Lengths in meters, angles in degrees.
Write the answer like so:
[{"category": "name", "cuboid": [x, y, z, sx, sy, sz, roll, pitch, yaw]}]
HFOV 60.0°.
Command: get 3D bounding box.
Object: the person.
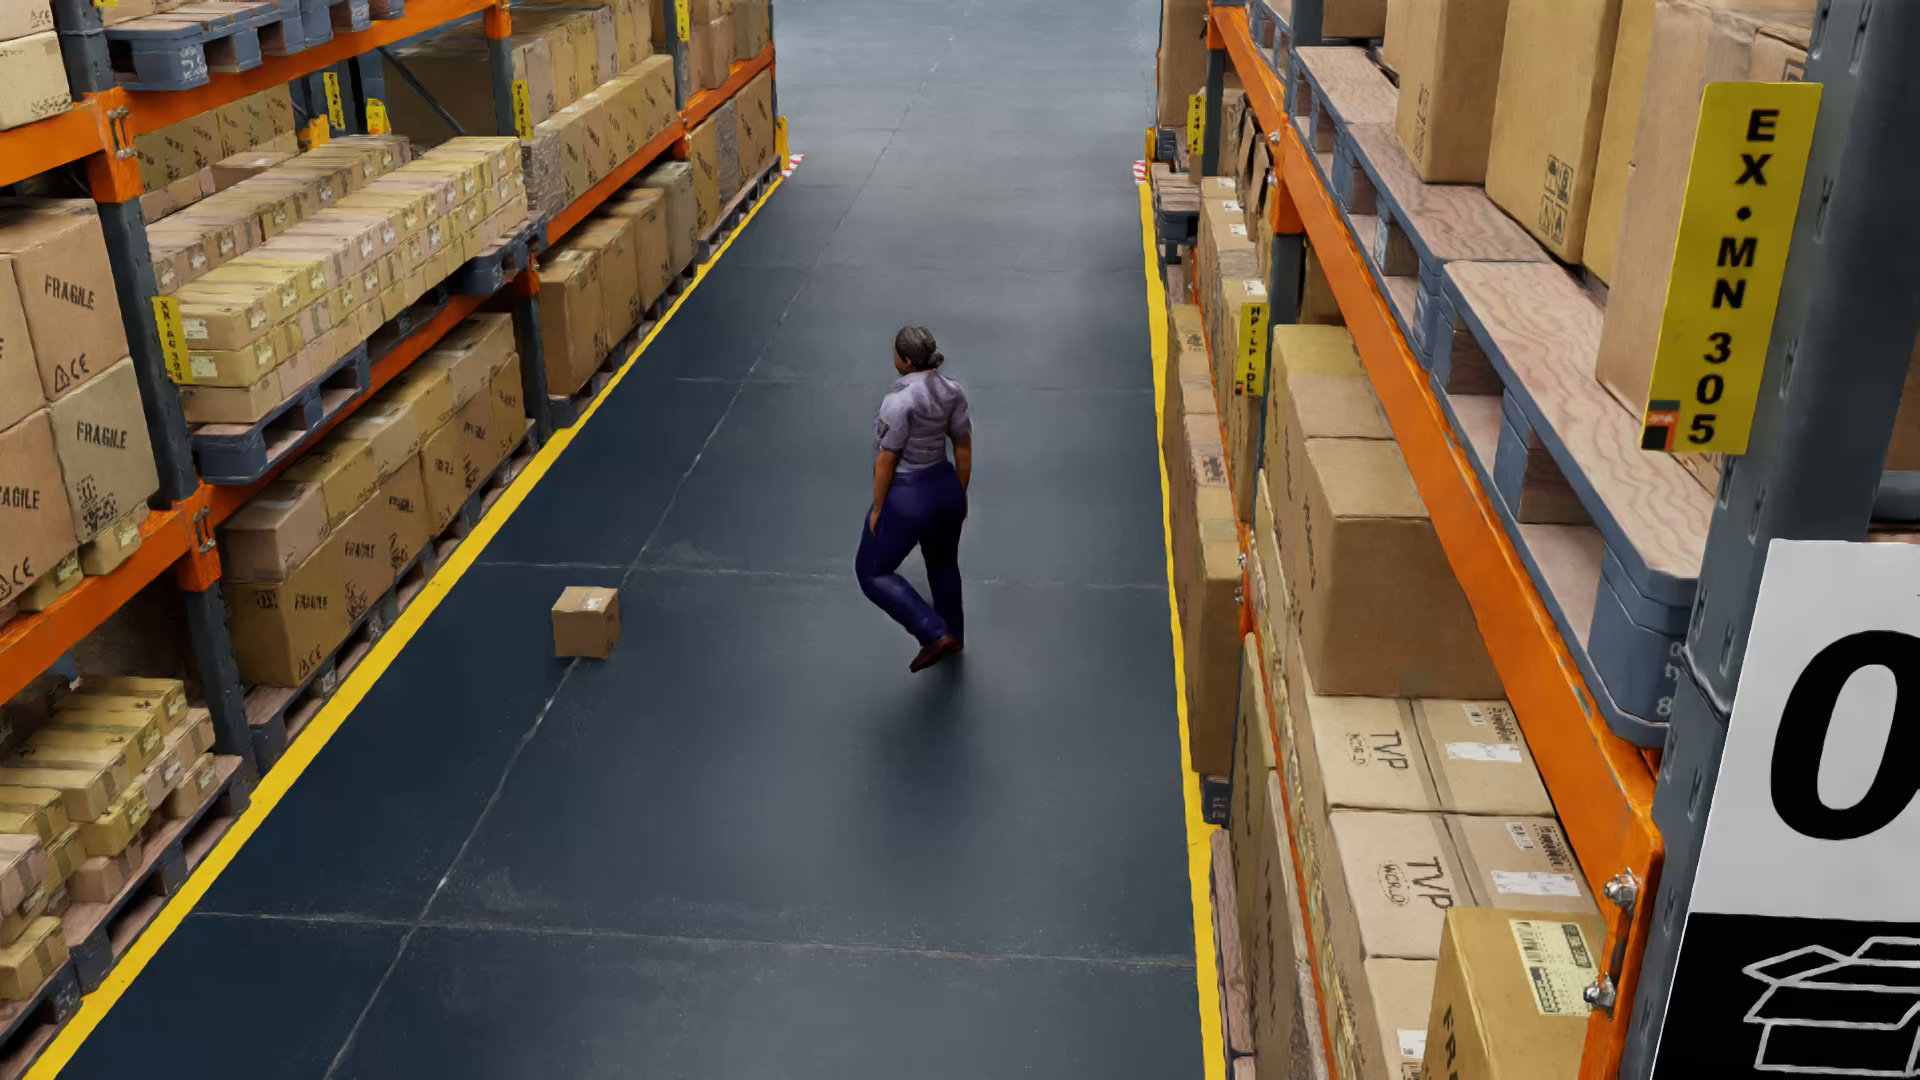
[{"category": "person", "cuboid": [-0.136, -0.165, 7.460, 0.495, 1.632, 0.606, 22, 33, 39]}]
